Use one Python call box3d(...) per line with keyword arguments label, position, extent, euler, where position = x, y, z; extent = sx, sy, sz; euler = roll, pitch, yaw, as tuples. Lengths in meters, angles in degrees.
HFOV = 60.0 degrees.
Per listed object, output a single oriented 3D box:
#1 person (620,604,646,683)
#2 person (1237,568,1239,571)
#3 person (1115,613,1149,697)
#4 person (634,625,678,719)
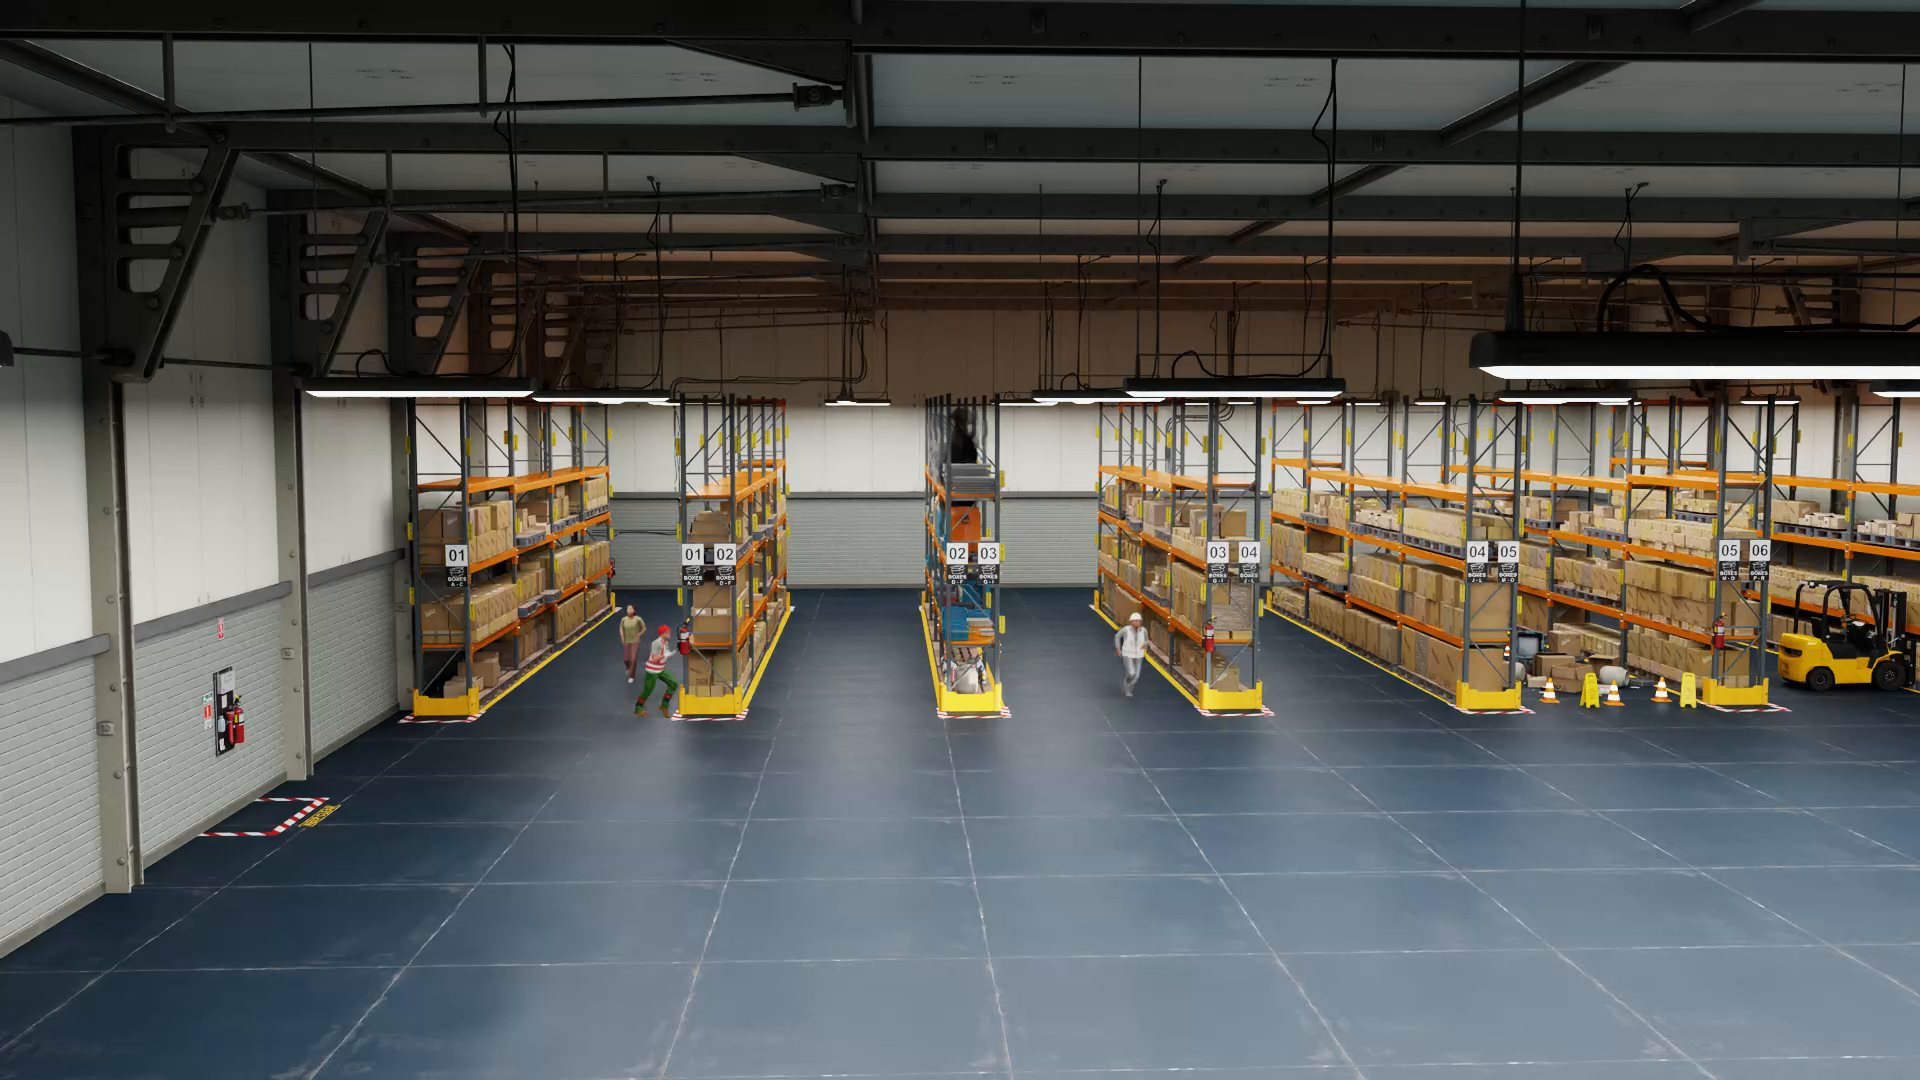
box3d(label="person", position=(-6.867, 2.160, 34.893), extent=(0.574, 1.639, 0.583), euler=(0, 5, 0))
box3d(label="person", position=(8.375, 1.070, 48.512), extent=(0.590, 1.657, 0.680), euler=(-4, 6, -38))
box3d(label="person", position=(3.410, 2.268, 32.676), extent=(0.618, 1.697, 0.737), euler=(-1, 5, -16))
box3d(label="person", position=(-5.585, 2.411, 30.573), extent=(0.919, 1.715, 0.641), euler=(2, 5, 22))
